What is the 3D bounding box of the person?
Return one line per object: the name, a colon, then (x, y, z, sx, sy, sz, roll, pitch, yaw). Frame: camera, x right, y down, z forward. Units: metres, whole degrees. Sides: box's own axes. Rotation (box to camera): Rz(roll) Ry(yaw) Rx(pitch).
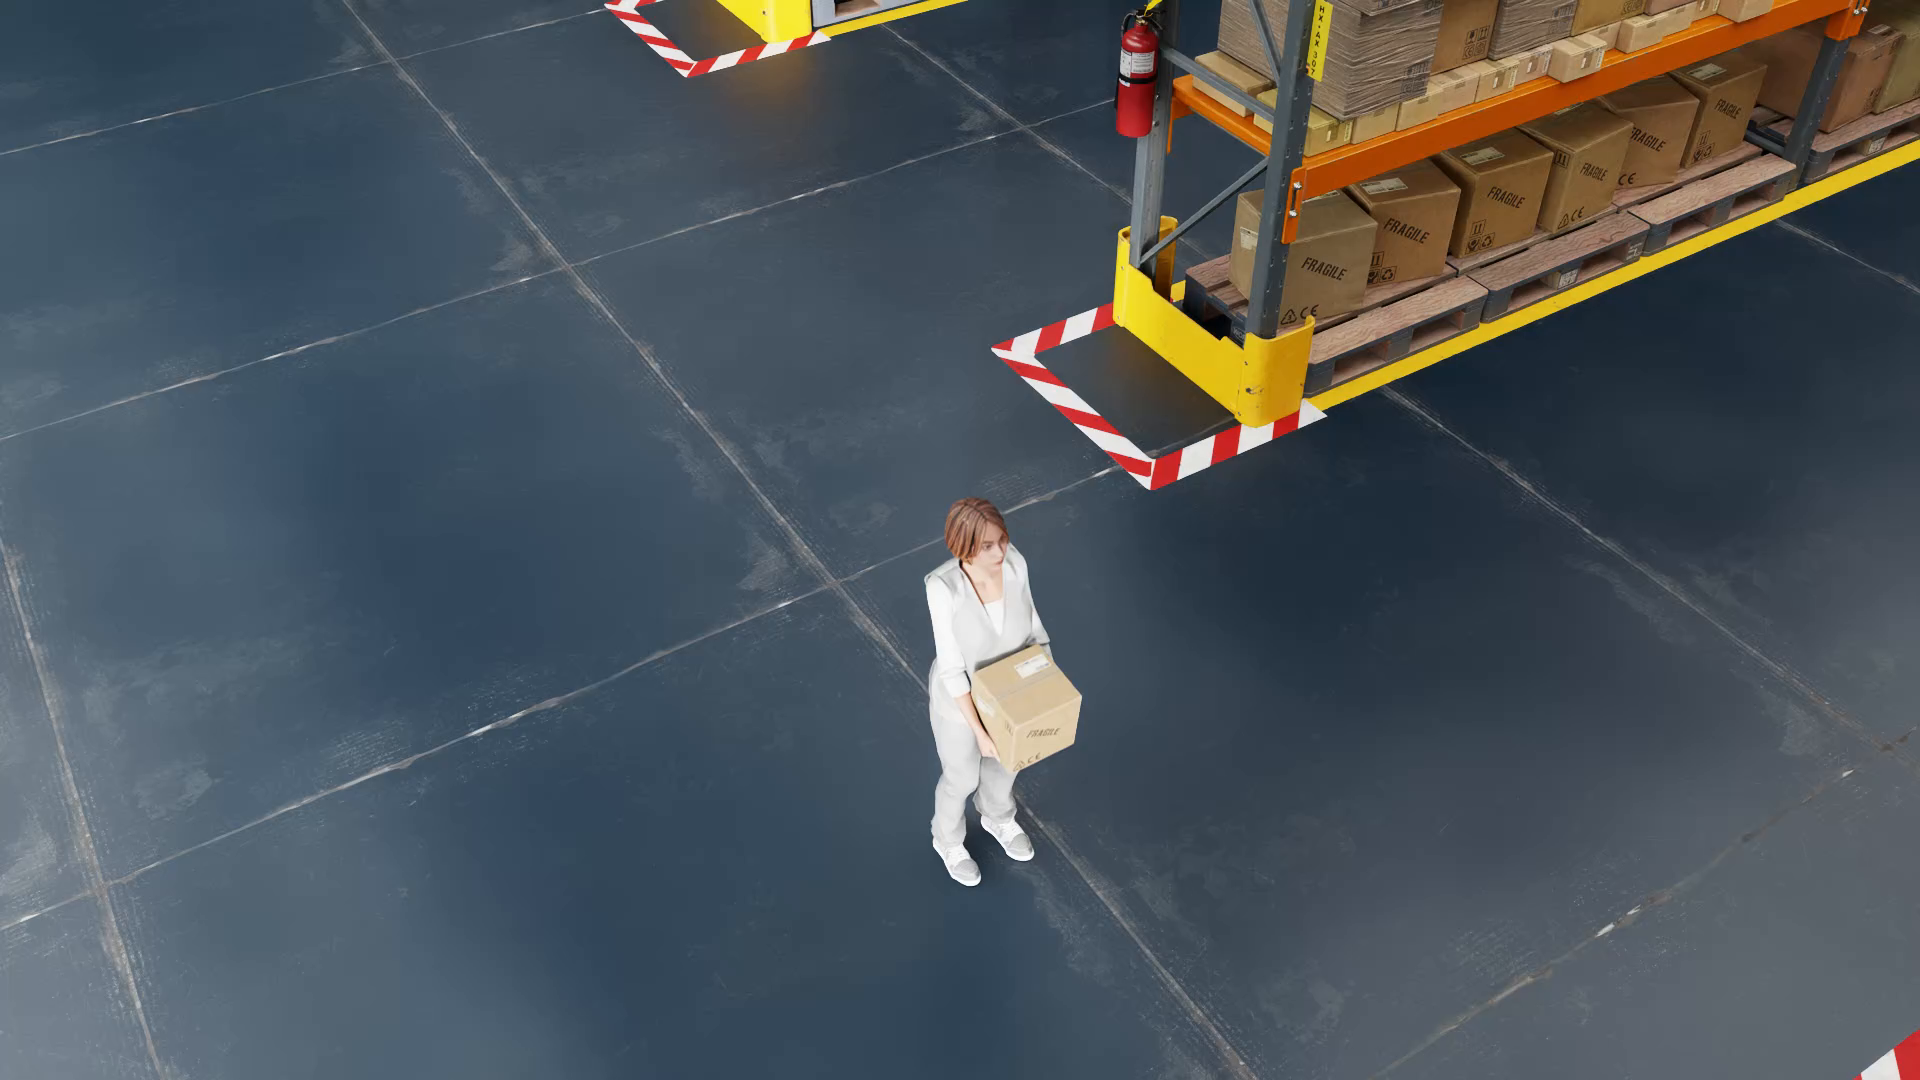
person: (0.114, 0.566, 5.529, 0.406, 1.586, 0.492, -22, 46, -23)
